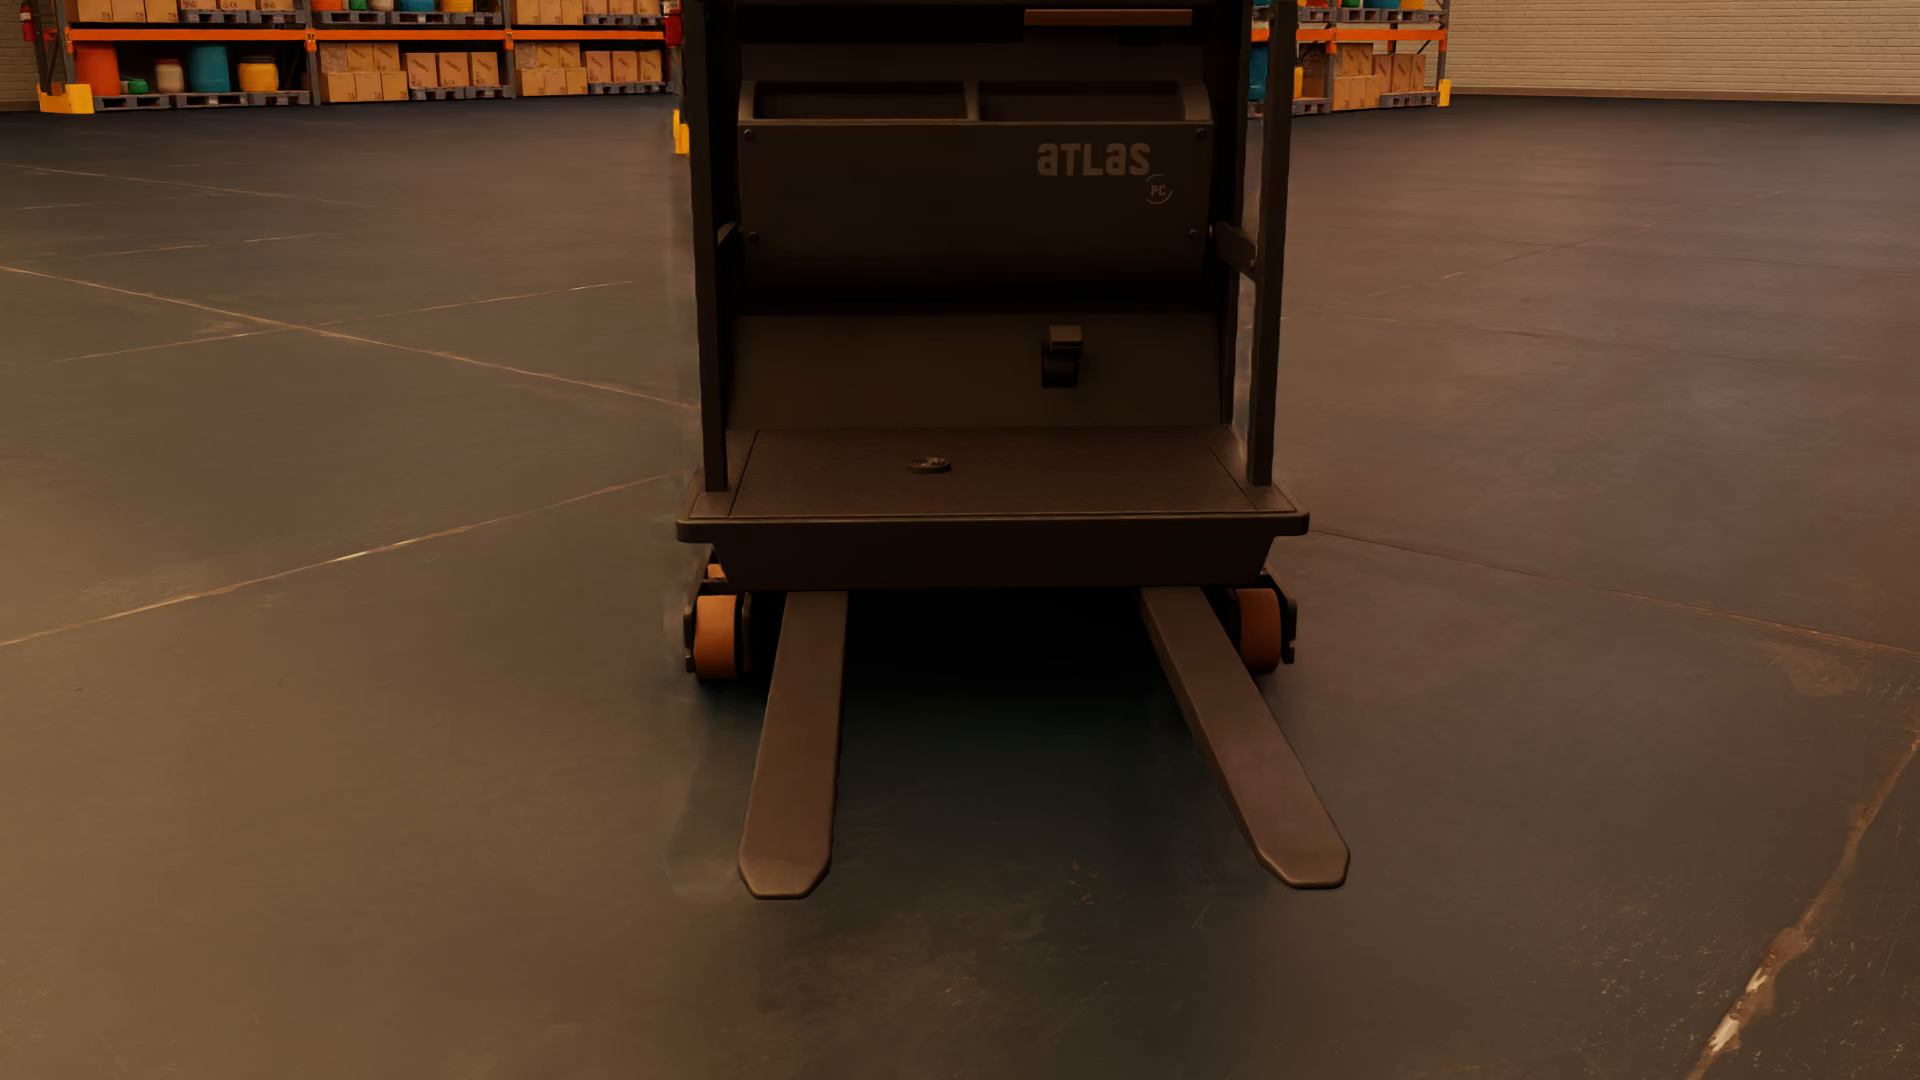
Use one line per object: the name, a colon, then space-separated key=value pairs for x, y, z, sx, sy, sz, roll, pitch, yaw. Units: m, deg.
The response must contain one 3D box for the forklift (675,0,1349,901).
forklift: x=0.041 y=-1.234 z=2.962 sx=1.130 sy=2.935 sz=3.031 roll=-1 pitch=17 yaw=-2
